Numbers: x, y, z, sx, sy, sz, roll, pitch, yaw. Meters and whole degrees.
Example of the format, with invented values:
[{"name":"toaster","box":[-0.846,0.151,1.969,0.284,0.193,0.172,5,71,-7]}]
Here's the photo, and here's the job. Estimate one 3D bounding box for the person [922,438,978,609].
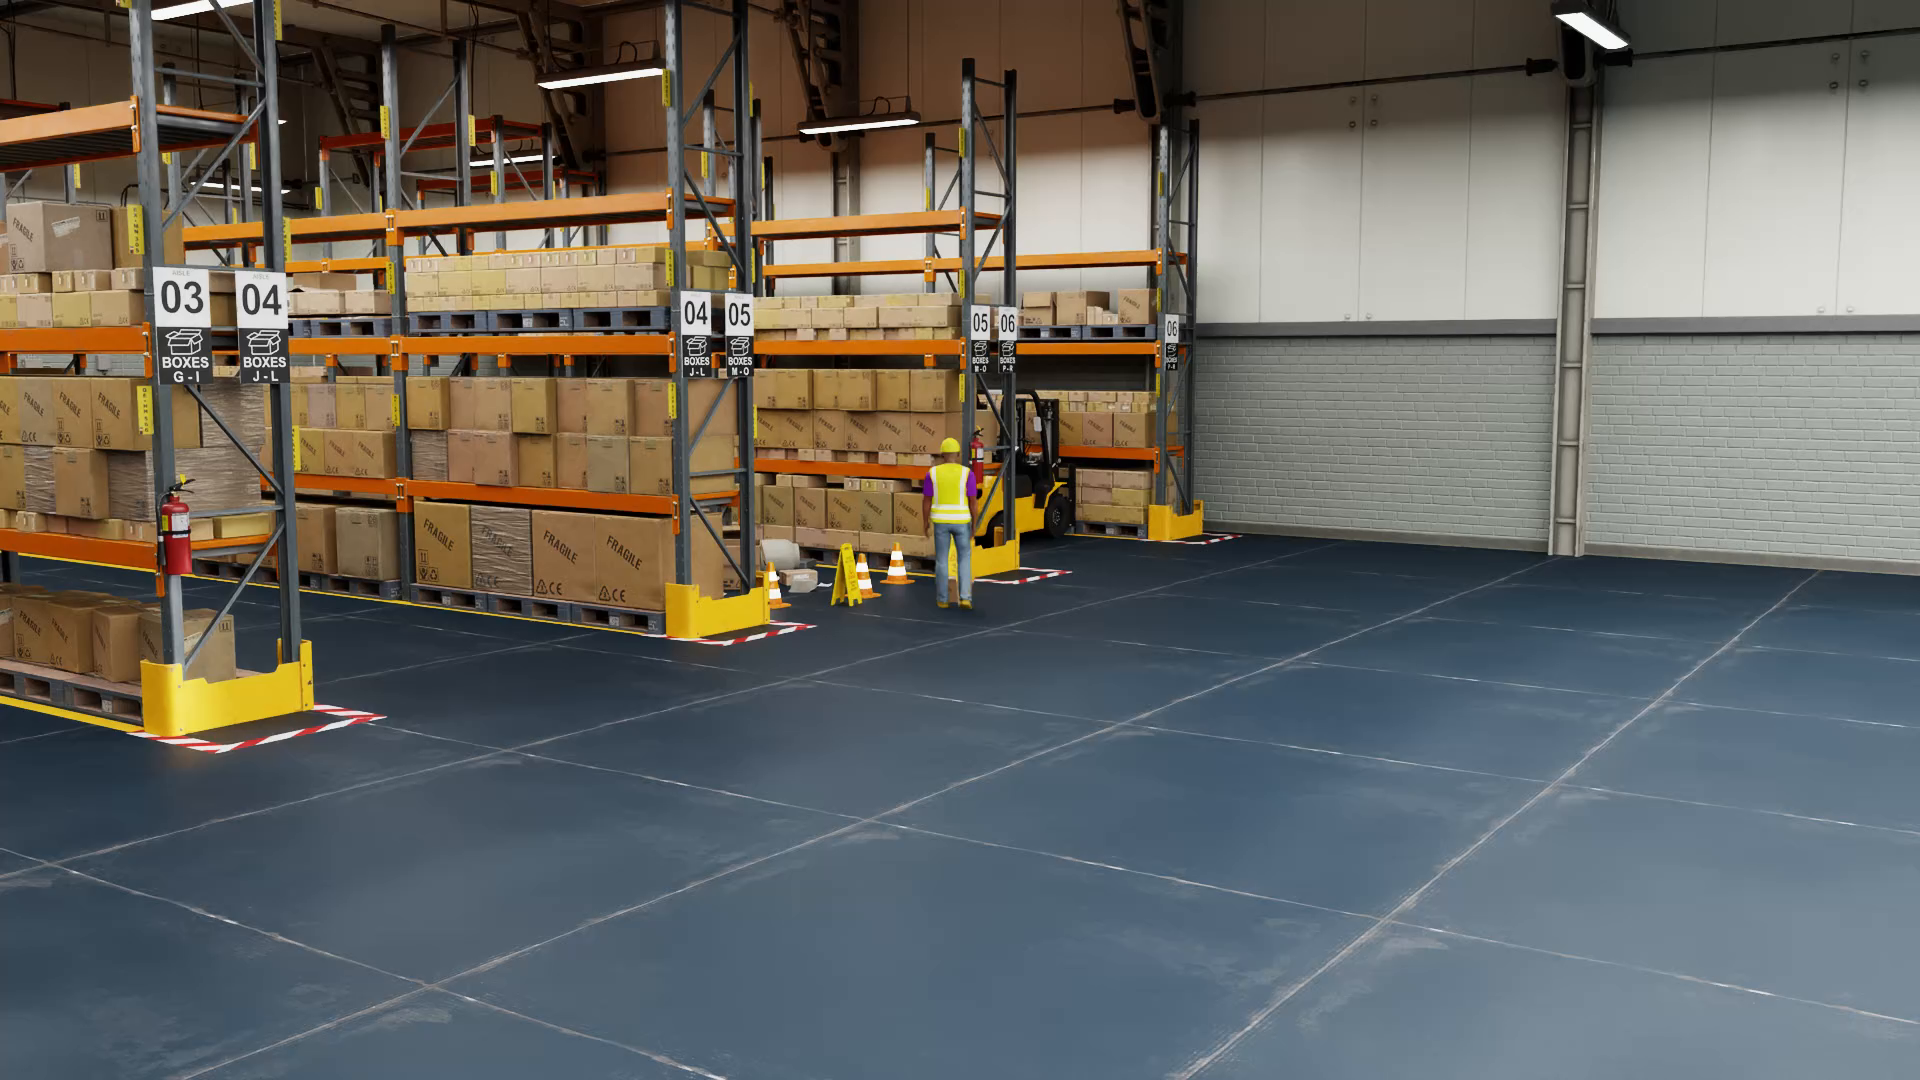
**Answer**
[{"name":"person","box":[-0.098,-0.140,17.291,0.577,1.849,0.418,1,6,5]}]
